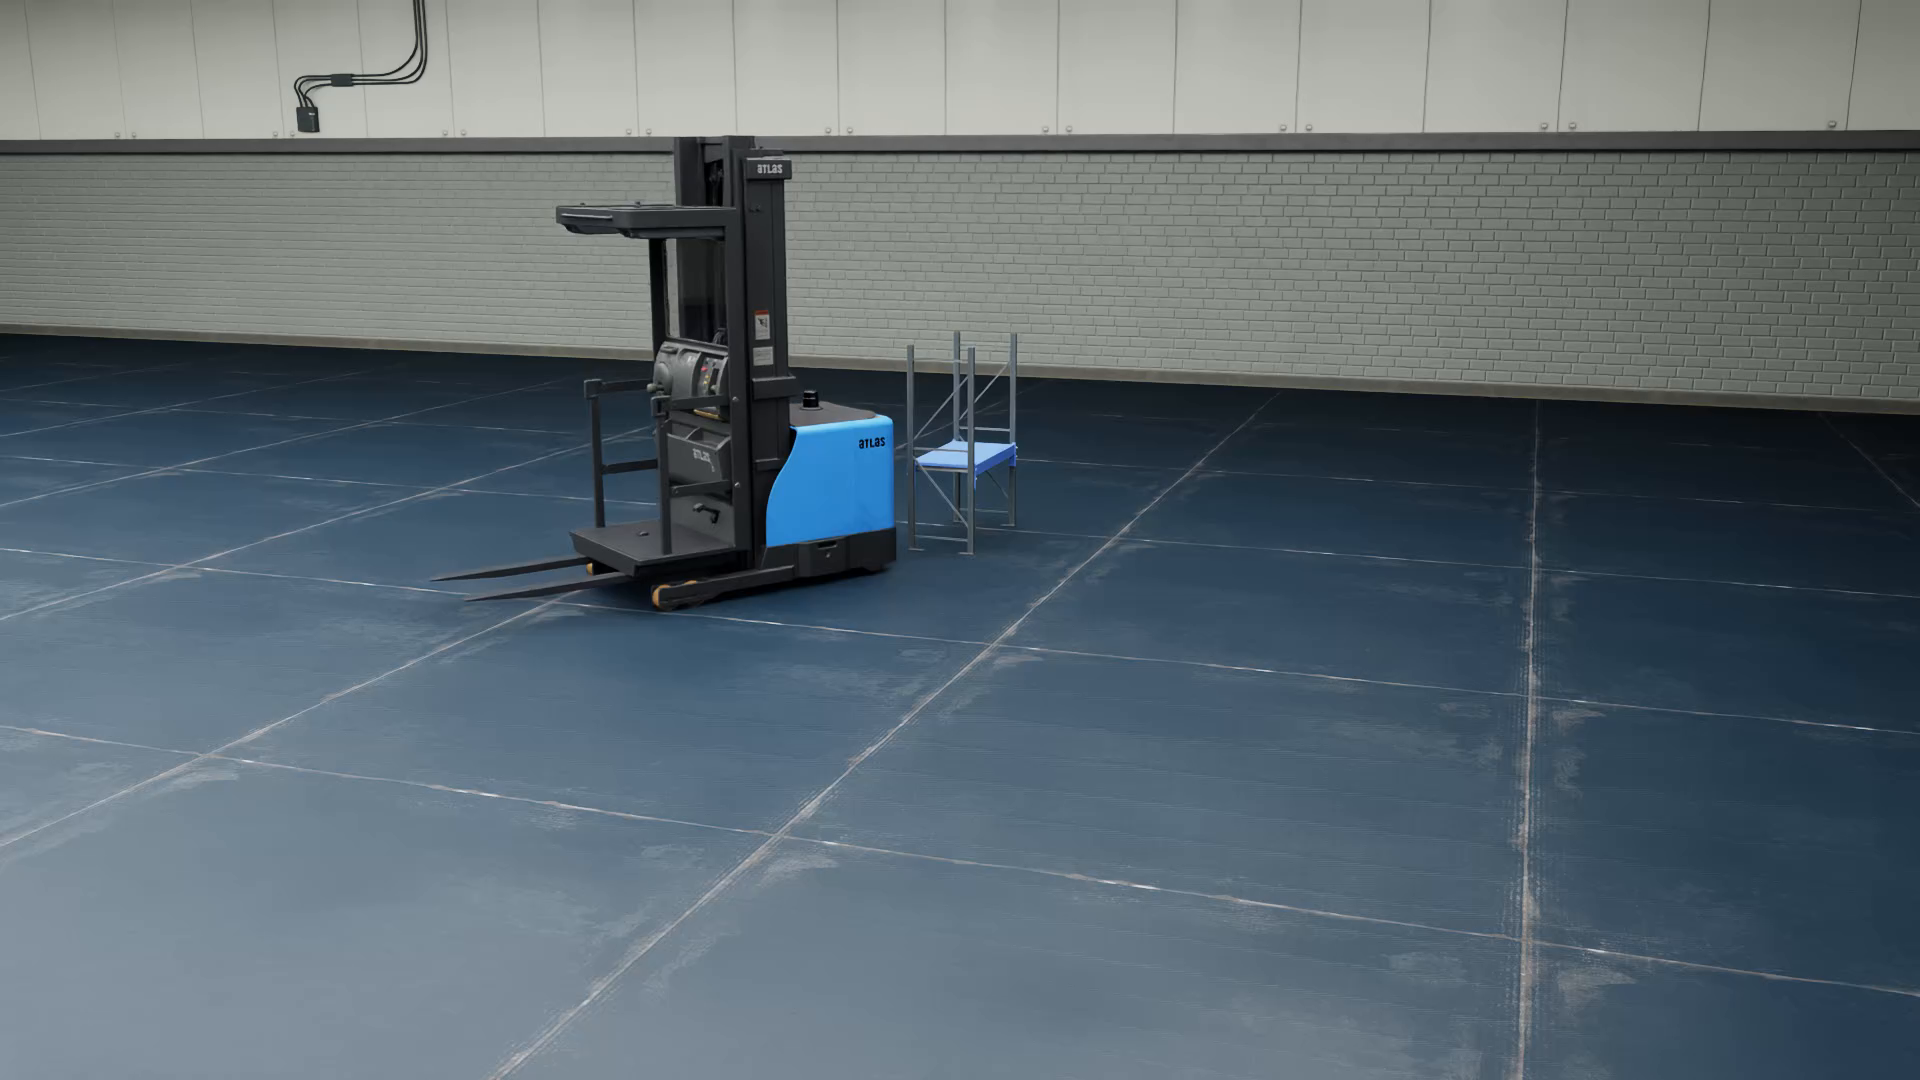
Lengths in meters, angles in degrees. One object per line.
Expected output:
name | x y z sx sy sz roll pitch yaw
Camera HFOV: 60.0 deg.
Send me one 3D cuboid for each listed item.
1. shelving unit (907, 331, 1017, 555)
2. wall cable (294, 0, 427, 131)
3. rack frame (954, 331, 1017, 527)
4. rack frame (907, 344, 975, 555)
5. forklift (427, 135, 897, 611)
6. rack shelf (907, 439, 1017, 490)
shelving unit | 0.028 -0.749 12.400 0.538 1.500 1.048 4 14 18
wall cable | -8.722 -8.913 23.674 2.305 6.003 0.169 4 14 18
rack frame | 0.192 -0.856 12.869 0.500 1.500 0.032 4 14 18
rack frame | -0.137 -0.642 11.931 0.500 1.500 0.032 4 14 18
forklift | -1.929 -1.112 10.774 3.031 2.935 1.130 -9 16 -35
rack shelf | 0.028 -0.574 12.440 0.538 0.185 1.000 4 14 18
